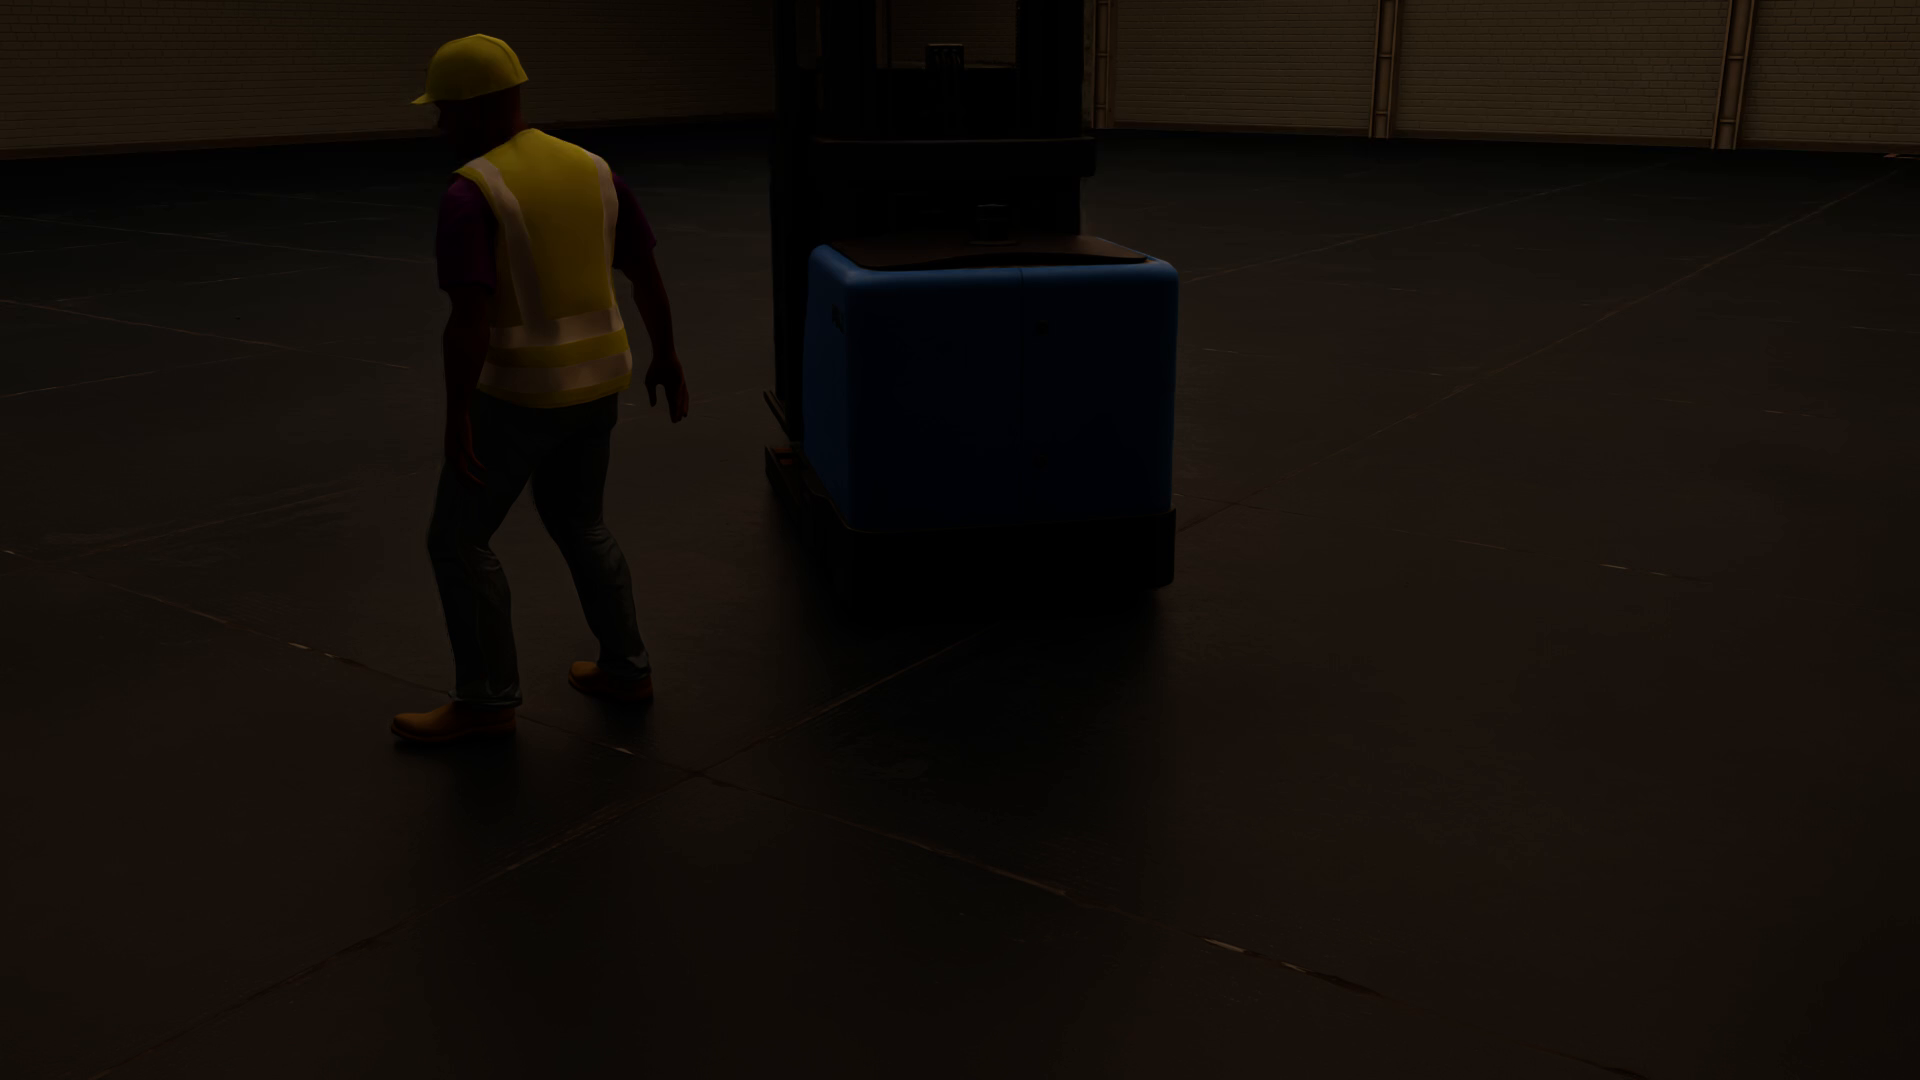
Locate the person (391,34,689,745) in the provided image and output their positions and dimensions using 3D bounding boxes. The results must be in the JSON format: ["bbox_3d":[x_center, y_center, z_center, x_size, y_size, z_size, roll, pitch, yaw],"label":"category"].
[{"bbox_3d":[-1.092,-0.392,4.256,0.466,1.731,0.878,10,19,30],"label":"person"}]

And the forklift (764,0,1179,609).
[{"bbox_3d":[-0.161,-1.577,6.106,1.130,2.935,3.031,-4,17,-13],"label":"forklift"}]
